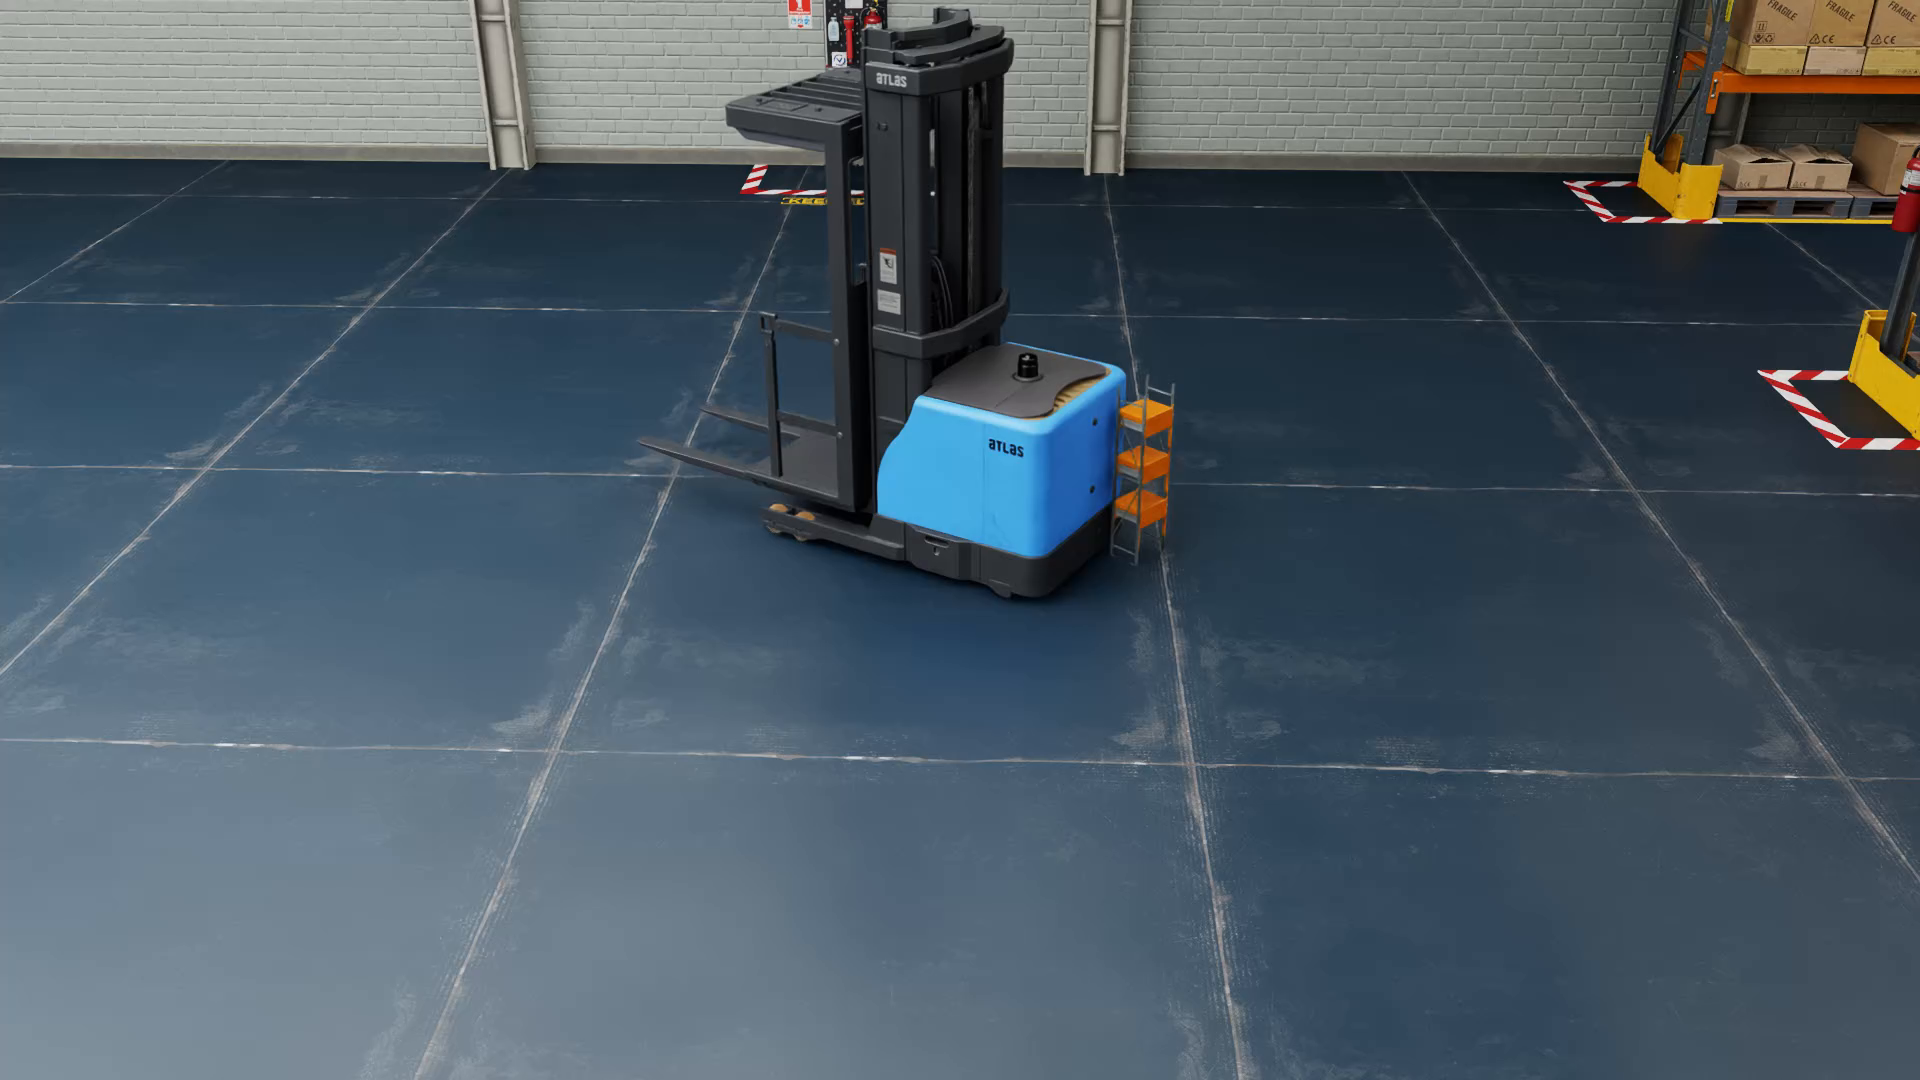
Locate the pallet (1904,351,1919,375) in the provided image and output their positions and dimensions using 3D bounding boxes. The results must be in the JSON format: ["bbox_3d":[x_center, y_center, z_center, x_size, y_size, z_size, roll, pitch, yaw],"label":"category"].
[{"bbox_3d":[7.311,-1.007,11.424,1.213,0.211,1.003,1,28,2],"label":"pallet"}]

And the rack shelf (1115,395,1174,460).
[{"bbox_3d":[1.022,-0.626,9.226,0.215,0.259,0.240,25,37,38],"label":"rack shelf"}]

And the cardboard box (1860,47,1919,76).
[{"bbox_3d":[8.221,-4.323,14.842,0.500,0.250,0.500,1,28,1],"label":"cardboard box"}]

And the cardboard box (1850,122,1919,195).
[{"bbox_3d":[8.705,-3.542,15.429,0.500,0.500,0.700,-1,28,-1],"label":"cardboard box"}]

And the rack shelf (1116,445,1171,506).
[{"bbox_3d":[1.022,-0.375,9.359,0.215,0.259,0.240,25,37,38],"label":"rack shelf"}]

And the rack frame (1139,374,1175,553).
[{"bbox_3d":[1.108,-0.425,9.431,0.200,1.050,0.008,25,37,38],"label":"rack frame"}]

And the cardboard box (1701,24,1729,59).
[{"bbox_3d":[7.190,-4.576,15.319,0.500,0.250,0.500,1,28,3],"label":"cardboard box"}]

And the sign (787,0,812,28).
[{"bbox_3d":[-1.567,-5.175,16.272,0.234,0.329,0.001,1,28,2],"label":"sign"}]

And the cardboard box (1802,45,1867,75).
[{"bbox_3d":[7.712,-4.335,14.863,0.500,0.250,0.500,0,28,0],"label":"cardboard box"}]

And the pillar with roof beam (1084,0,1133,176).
[{"bbox_3d":[1.298,-5.679,10.855,0.400,9.000,9.100,1,28,2],"label":"pillar with roof beam"}]

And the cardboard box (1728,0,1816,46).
[{"bbox_3d":[7.182,-4.676,14.706,0.500,0.500,0.500,1,28,2],"label":"cardboard box"}]

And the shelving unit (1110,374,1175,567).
[{"bbox_3d":[1.022,-0.384,9.354,0.215,1.050,0.252,25,37,38],"label":"shelving unit"}]

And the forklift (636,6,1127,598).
[{"bbox_3d":[-0.579,-1.484,9.420,3.031,2.935,1.130,16,32,28],"label":"forklift"}]

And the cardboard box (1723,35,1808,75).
[{"bbox_3d":[7.192,-4.337,14.867,0.500,0.250,0.500,0,28,0],"label":"cardboard box"}]

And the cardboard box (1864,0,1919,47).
[{"bbox_3d":[8.192,-4.652,14.661,0.500,0.500,0.500,0,28,0],"label":"cardboard box"}]

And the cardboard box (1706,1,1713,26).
[{"bbox_3d":[7.195,-4.916,15.160,0.500,0.500,0.500,1,28,1],"label":"cardboard box"}]

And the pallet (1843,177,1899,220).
[{"bbox_3d":[8.819,-3.266,15.686,1.213,0.211,1.003,1,28,2],"label":"pallet"}]

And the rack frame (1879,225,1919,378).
[{"bbox_3d":[6.545,-2.232,10.758,0.127,3.000,1.000,1,28,2],"label":"rack frame"}]

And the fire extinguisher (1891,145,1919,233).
[{"bbox_3d":[6.443,-2.417,11.190,0.183,0.674,0.296,1,28,2],"label":"fire extinguisher"}]

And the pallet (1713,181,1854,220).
[{"bbox_3d":[7.603,-3.287,15.726,1.213,0.211,1.003,1,28,2],"label":"pallet"}]

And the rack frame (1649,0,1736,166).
[{"bbox_3d":[6.716,-4.551,15.132,0.127,3.000,1.000,1,28,2],"label":"rack frame"}]

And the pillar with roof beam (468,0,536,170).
[{"bbox_3d":[-4.698,-5.778,11.042,0.400,9.000,9.100,1,28,2],"label":"pillar with roof beam"}]

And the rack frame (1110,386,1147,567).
[{"bbox_3d":[0.936,-0.344,9.277,0.200,1.050,0.008,25,37,38],"label":"rack frame"}]

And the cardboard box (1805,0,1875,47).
[{"bbox_3d":[7.676,-4.663,14.682,0.500,0.500,0.500,1,28,2],"label":"cardboard box"}]

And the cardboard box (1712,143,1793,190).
[{"bbox_3d":[7.404,-3.504,15.558,0.500,0.311,0.500,-2,28,-4],"label":"cardboard box"}]

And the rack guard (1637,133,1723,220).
[{"bbox_3d":[6.792,-3.445,15.715,0.348,0.500,1.175,1,28,2],"label":"rack guard"}]

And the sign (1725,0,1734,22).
[{"bbox_3d":[6.697,-4.679,14.450,0.005,0.325,0.100,1,28,2],"label":"sign"}]

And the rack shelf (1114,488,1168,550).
[{"bbox_3d":[1.022,-0.129,9.489,0.215,0.259,0.240,25,37,38],"label":"rack shelf"}]

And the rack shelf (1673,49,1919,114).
[{"bbox_3d":[8.715,-4.200,15.238,4.000,0.370,1.077,1,28,2],"label":"rack shelf"}]

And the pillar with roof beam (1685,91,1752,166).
[{"bbox_3d":[7.294,-5.580,10.668,0.400,9.000,9.100,1,28,2],"label":"pillar with roof beam"}]

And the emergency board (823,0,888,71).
[{"bbox_3d":[-1.018,-5.102,16.172,0.643,1.169,0.194,1,28,2],"label":"emergency board"}]

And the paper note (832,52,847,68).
[{"bbox_3d":[-1.193,-4.748,16.445,0.142,0.148,0.016,1,28,2],"label":"paper note"}]

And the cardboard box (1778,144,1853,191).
[{"bbox_3d":[7.974,-3.494,15.540,0.500,0.311,0.500,3,28,6],"label":"cardboard box"}]

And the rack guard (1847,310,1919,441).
[{"bbox_3d":[6.521,-1.128,11.344,0.348,0.500,1.175,1,28,2],"label":"rack guard"}]
